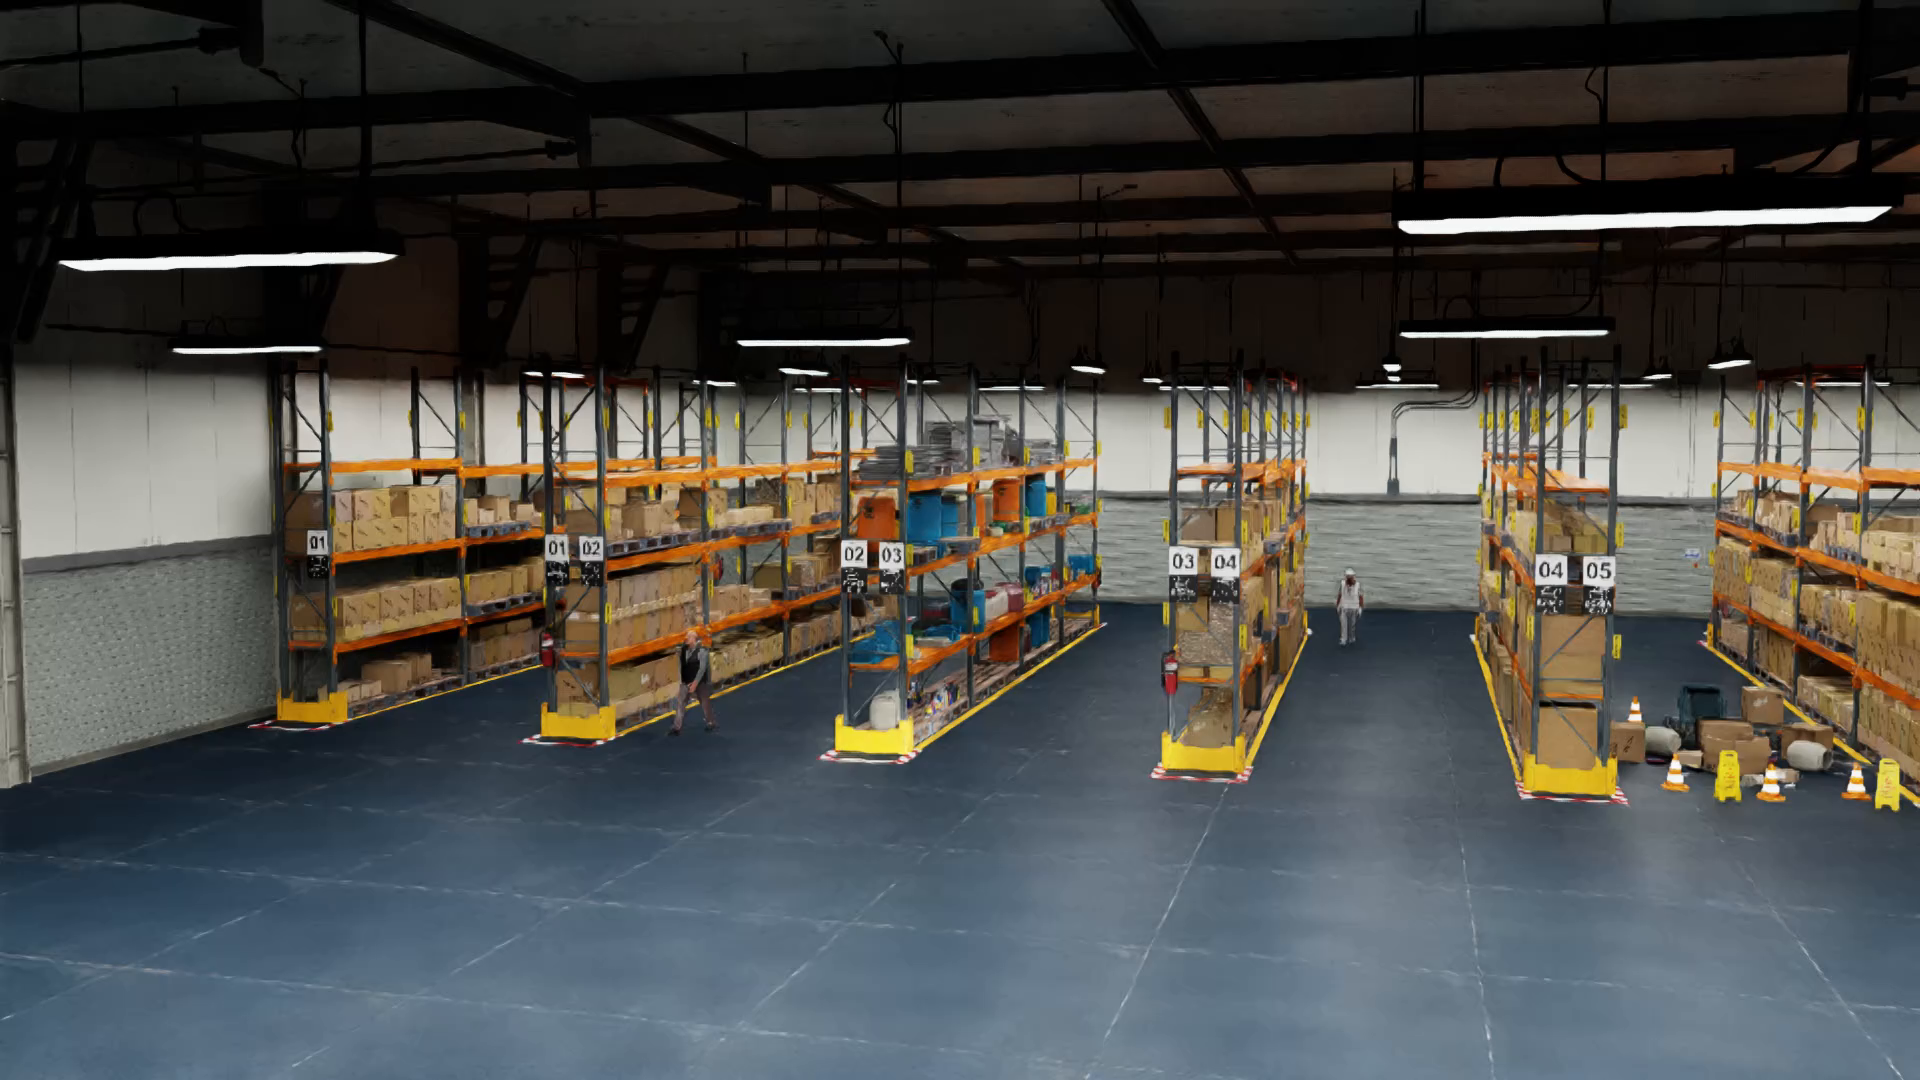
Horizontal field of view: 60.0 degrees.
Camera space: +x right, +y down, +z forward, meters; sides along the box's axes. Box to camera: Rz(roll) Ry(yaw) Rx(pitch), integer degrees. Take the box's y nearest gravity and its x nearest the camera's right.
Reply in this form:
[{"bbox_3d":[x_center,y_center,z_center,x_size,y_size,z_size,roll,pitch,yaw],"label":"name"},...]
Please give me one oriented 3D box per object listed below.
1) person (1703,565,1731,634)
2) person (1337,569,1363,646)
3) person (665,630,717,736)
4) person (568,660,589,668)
[{"bbox_3d":[17.745,1.385,38.806,0.701,1.664,0.482,-1,4,-12],"label":"person"},{"bbox_3d":[8.659,1.483,36.907,0.563,1.707,1.127,1,4,13],"label":"person"},{"bbox_3d":[-4.242,2.260,26.453,0.539,1.663,1.033,2,5,25],"label":"person"},{"bbox_3d":[-6.830,1.998,29.899,0.577,1.691,1.121,1,4,17],"label":"person"}]
